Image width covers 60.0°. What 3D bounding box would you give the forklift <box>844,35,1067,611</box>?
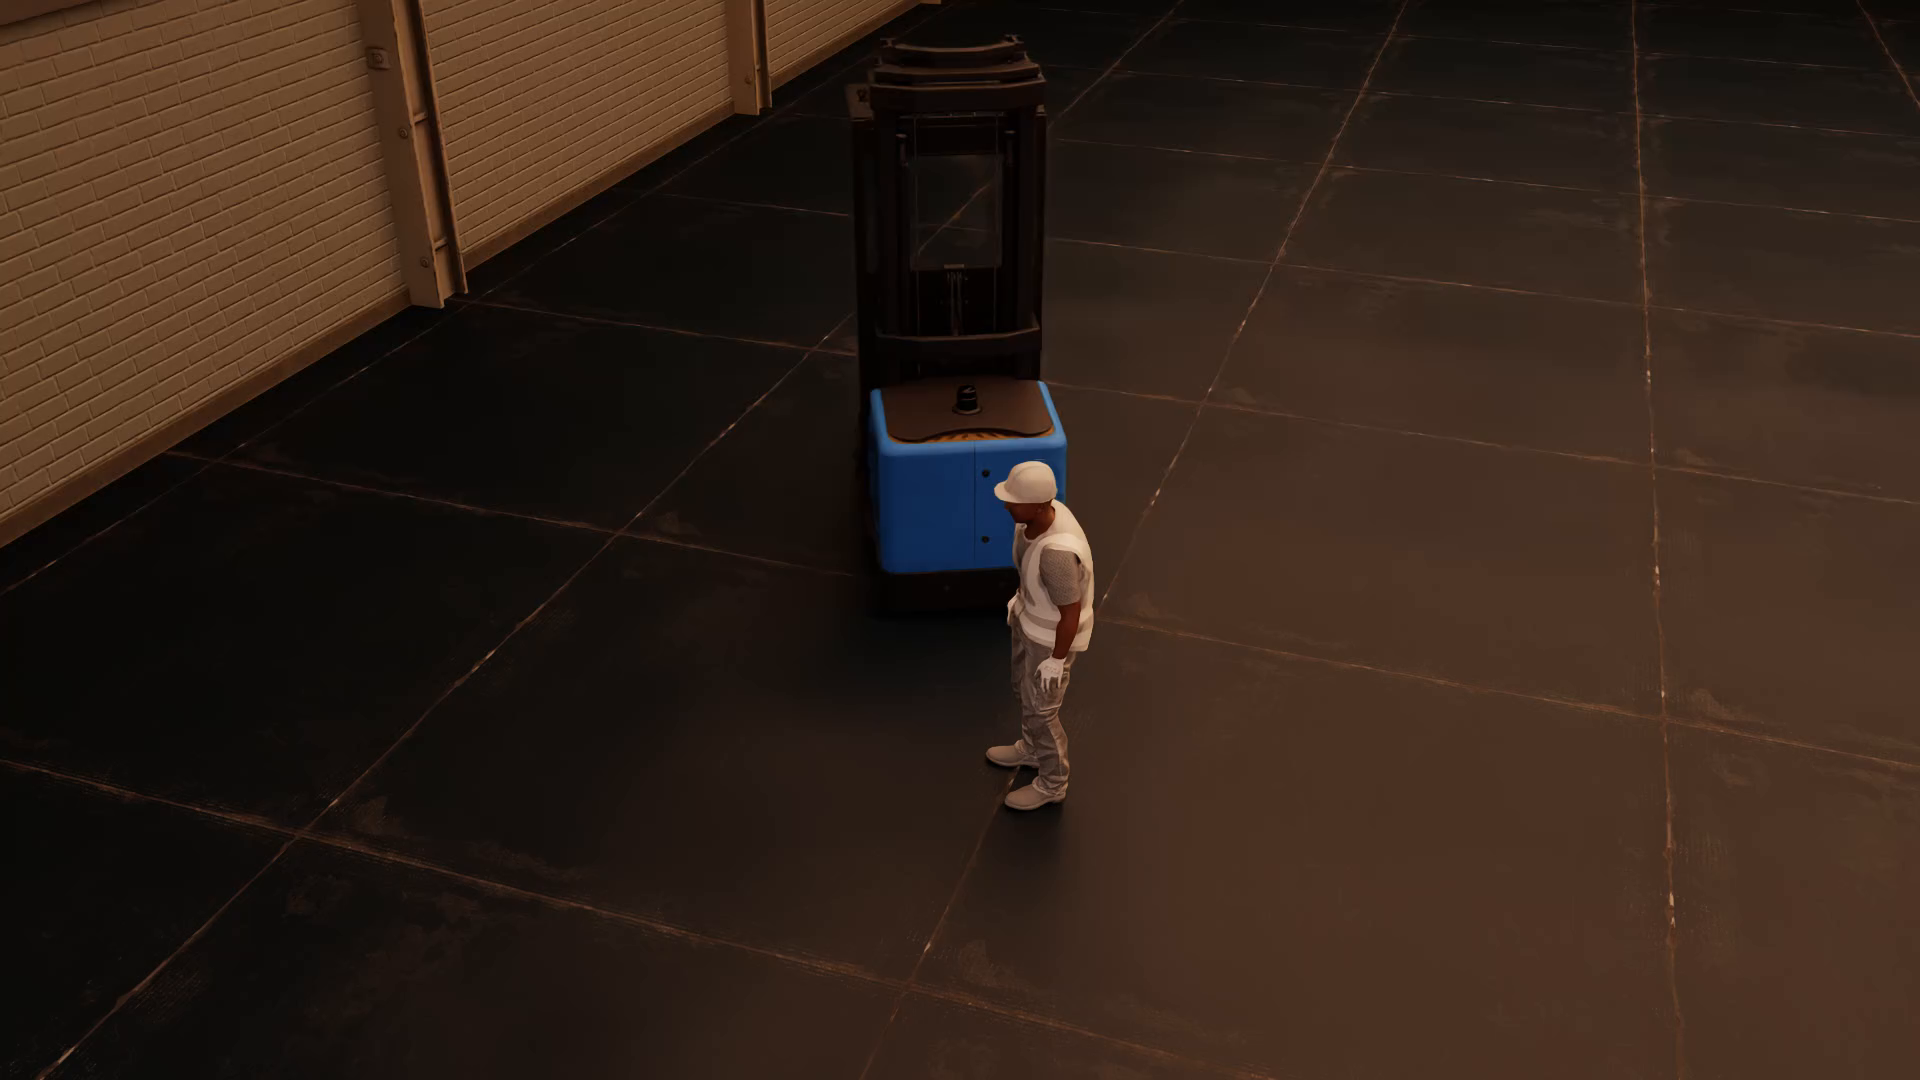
[{"bbox_3d":[-0.092,-1.582,9.912,1.130,2.935,3.031,-3,30,-6],"label":"forklift"}]

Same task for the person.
[{"bbox_3d":[0.361,0.417,7.578,0.449,1.773,0.620,-7,30,-11],"label":"person"}]
